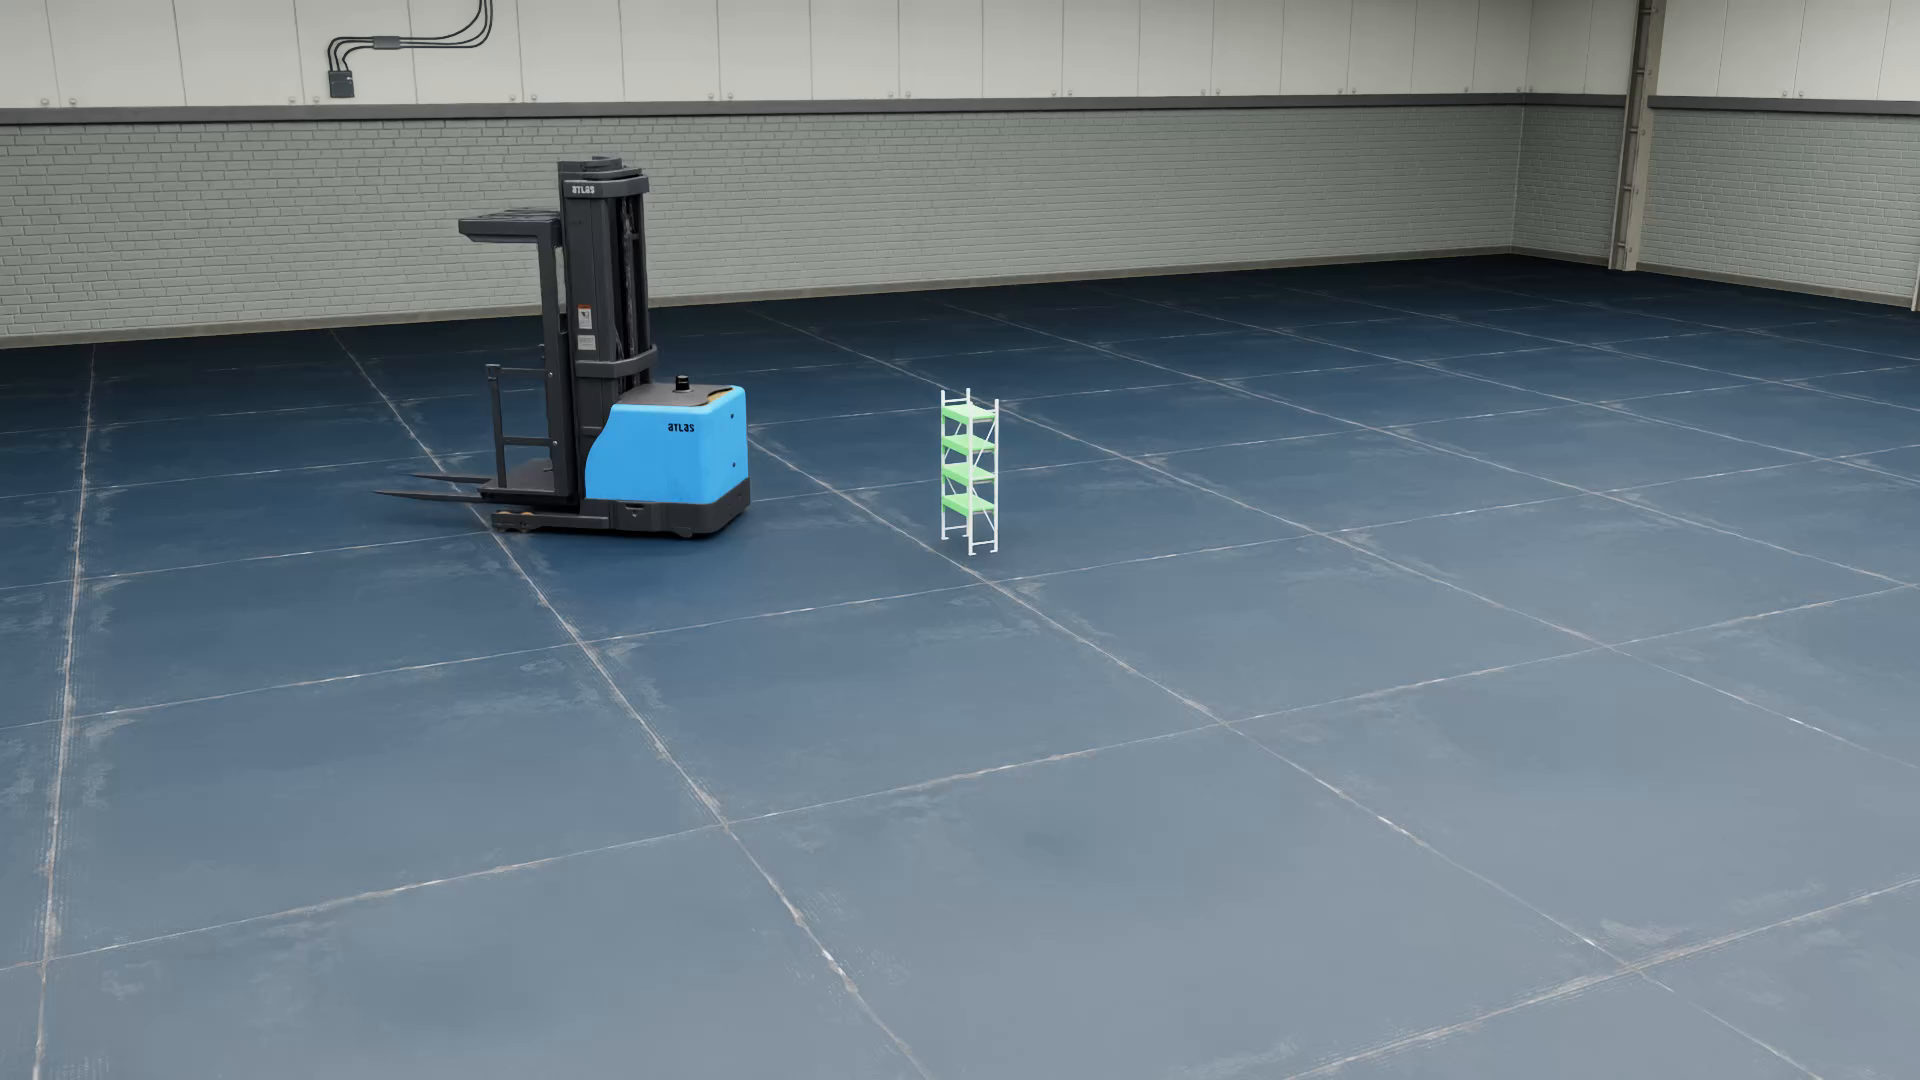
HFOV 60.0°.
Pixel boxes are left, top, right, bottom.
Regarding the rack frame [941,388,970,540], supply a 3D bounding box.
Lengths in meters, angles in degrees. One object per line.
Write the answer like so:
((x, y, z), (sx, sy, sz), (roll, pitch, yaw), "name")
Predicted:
((-0.034, -0.596, 13.153), (0.240, 1.200, 0.015), (-8, 18, -25), "rack frame")

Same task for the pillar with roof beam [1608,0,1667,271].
((8.322, -8.786, 27.553), (9.100, 9.000, 0.400), (-8, 18, -25), "pillar with roof beam")

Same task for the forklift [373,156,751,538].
((-3.337, -1.607, 13.536), (3.031, 2.935, 1.130), (3, 16, 10), "forklift")

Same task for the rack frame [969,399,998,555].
((0.179, -0.475, 12.731), (0.240, 1.200, 0.015), (-8, 18, -25), "rack frame")

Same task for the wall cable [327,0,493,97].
((-7.685, -9.168, 22.719), (2.305, 6.003, 0.169), (-8, 18, -25), "wall cable")

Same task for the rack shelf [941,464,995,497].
((0.073, -0.474, 12.960), (0.258, 0.148, 0.480), (-8, 18, -25), "rack shelf")

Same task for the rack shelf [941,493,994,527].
((0.073, -0.244, 13.026), (0.258, 0.148, 0.480), (-8, 18, -25), "rack shelf")

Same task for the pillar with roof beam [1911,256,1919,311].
((10.951, -7.298, 22.369), (9.100, 9.000, 0.400), (-8, 18, -25), "pillar with roof beam")

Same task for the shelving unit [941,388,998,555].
((0.073, -0.536, 12.942), (0.258, 1.200, 0.503), (-8, 18, -25), "shelving unit")

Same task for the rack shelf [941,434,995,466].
((0.073, -0.705, 12.894), (0.258, 0.148, 0.480), (-8, 18, -25), "rack shelf")

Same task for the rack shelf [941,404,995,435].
((0.073, -0.936, 12.827), (0.258, 0.148, 0.480), (-8, 18, -25), "rack shelf")
